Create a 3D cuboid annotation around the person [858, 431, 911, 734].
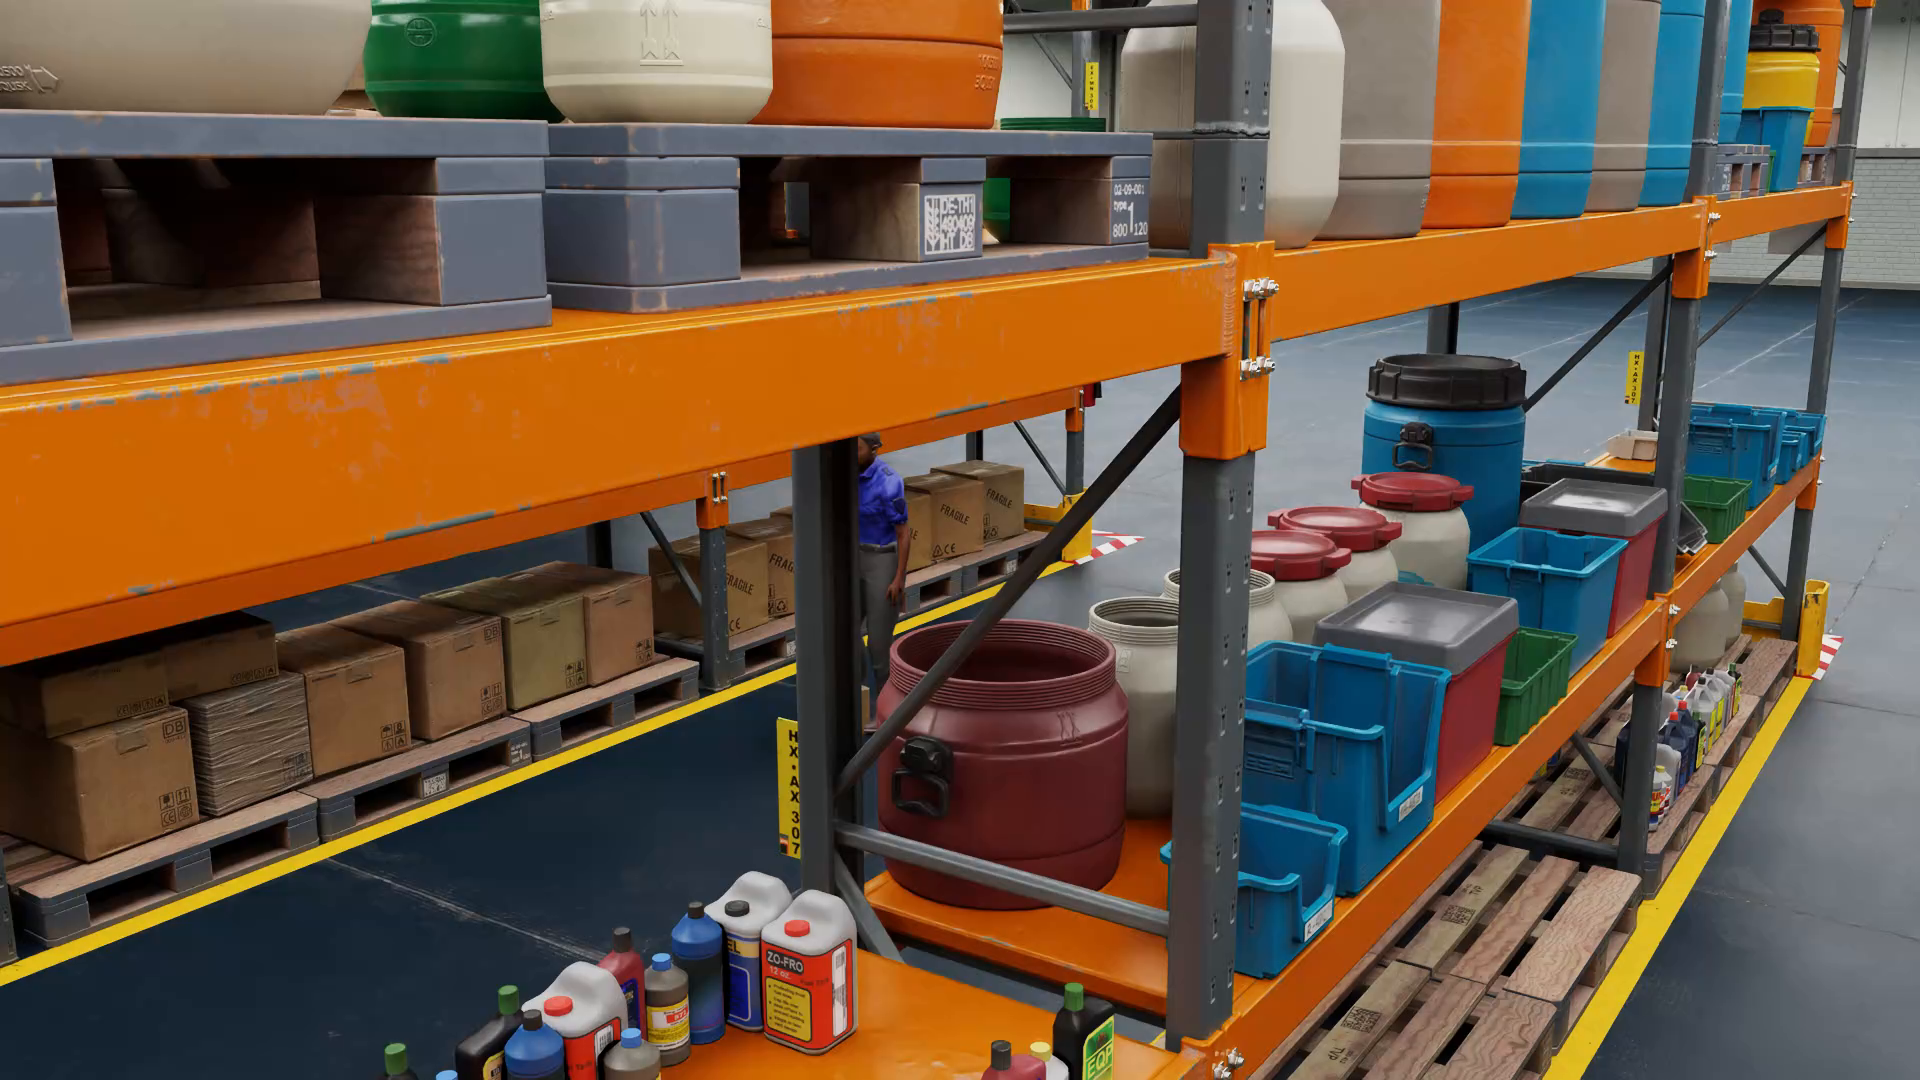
[{"bbox_3d":[-0.490,0.172,8.758,0.527,1.653,0.350,11,17,39],"label":"person"}]
